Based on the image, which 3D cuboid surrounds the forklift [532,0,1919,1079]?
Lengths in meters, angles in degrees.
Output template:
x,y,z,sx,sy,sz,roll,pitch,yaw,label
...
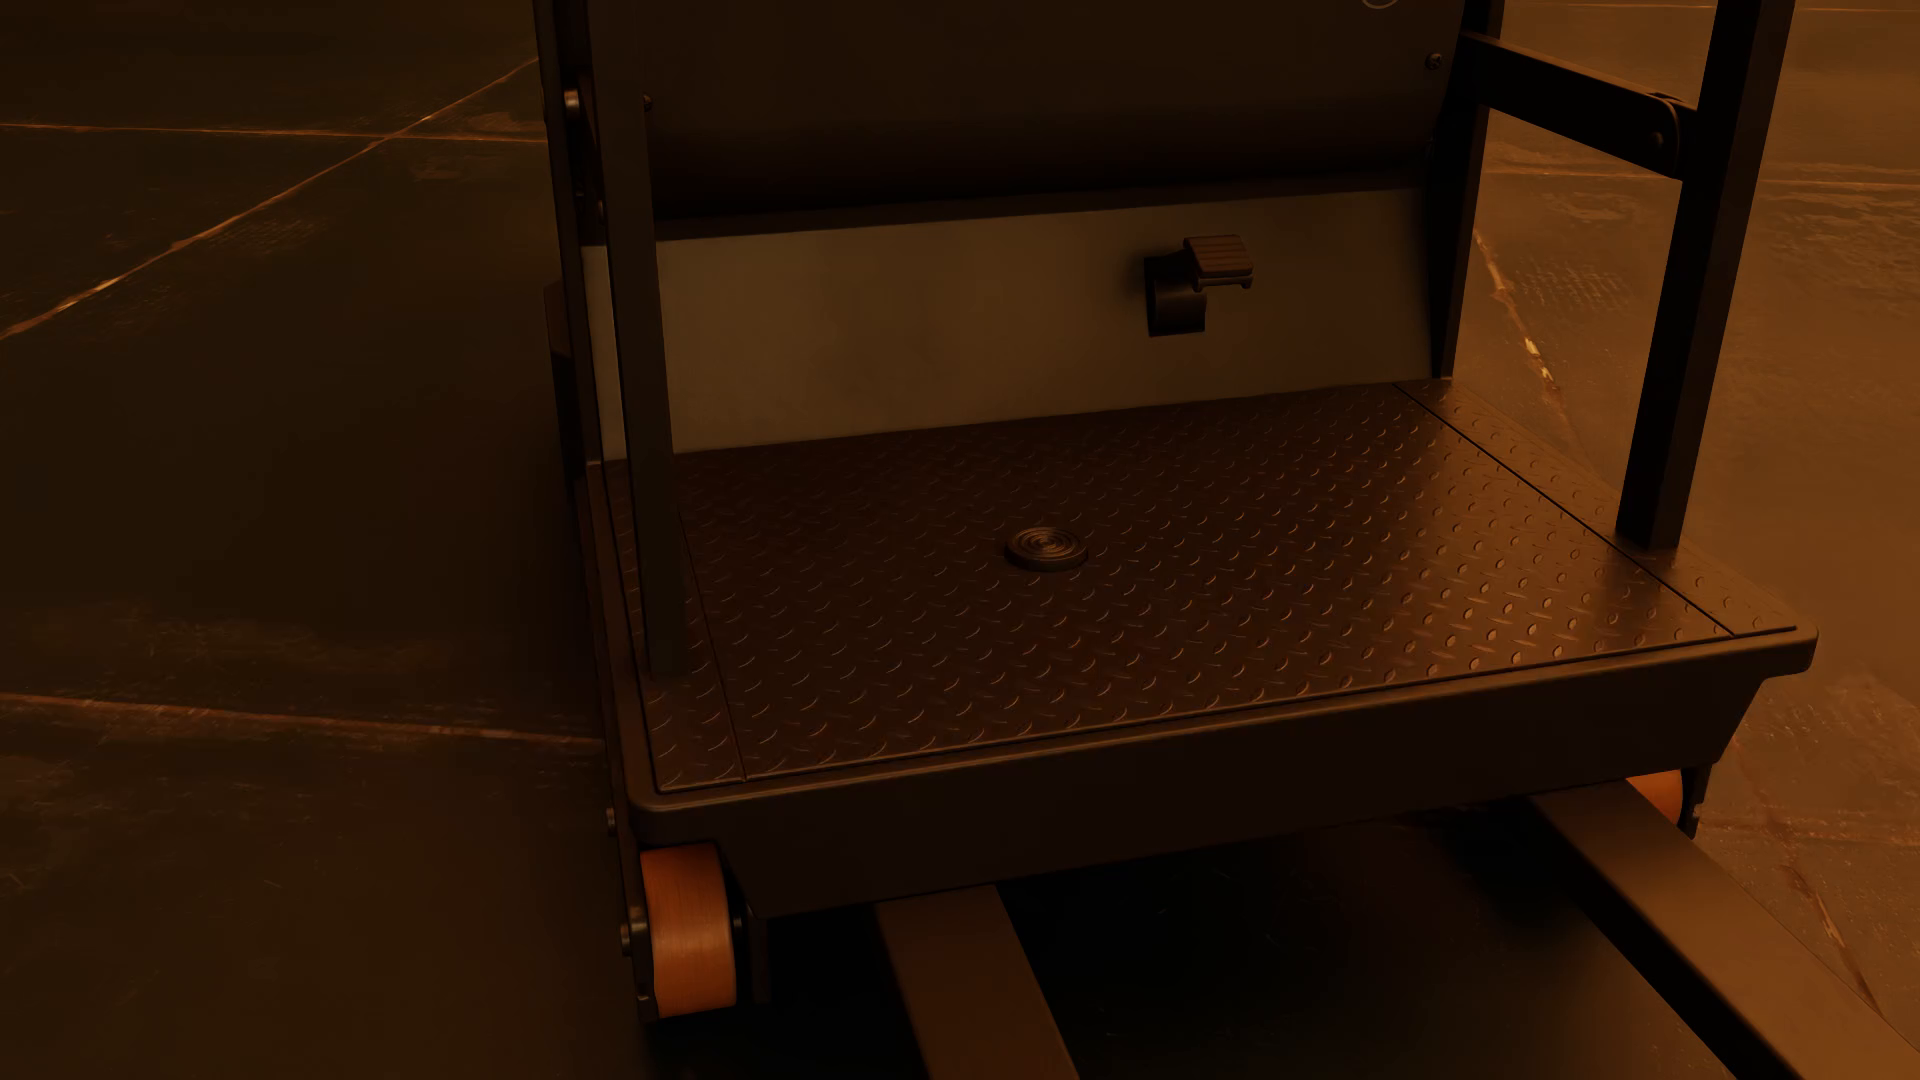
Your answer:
x,y,z,sx,sy,sz,roll,pitch,yaw,label
0.153,-1.049,1.319,1.130,2.935,3.031,-7,27,-13,forklift
